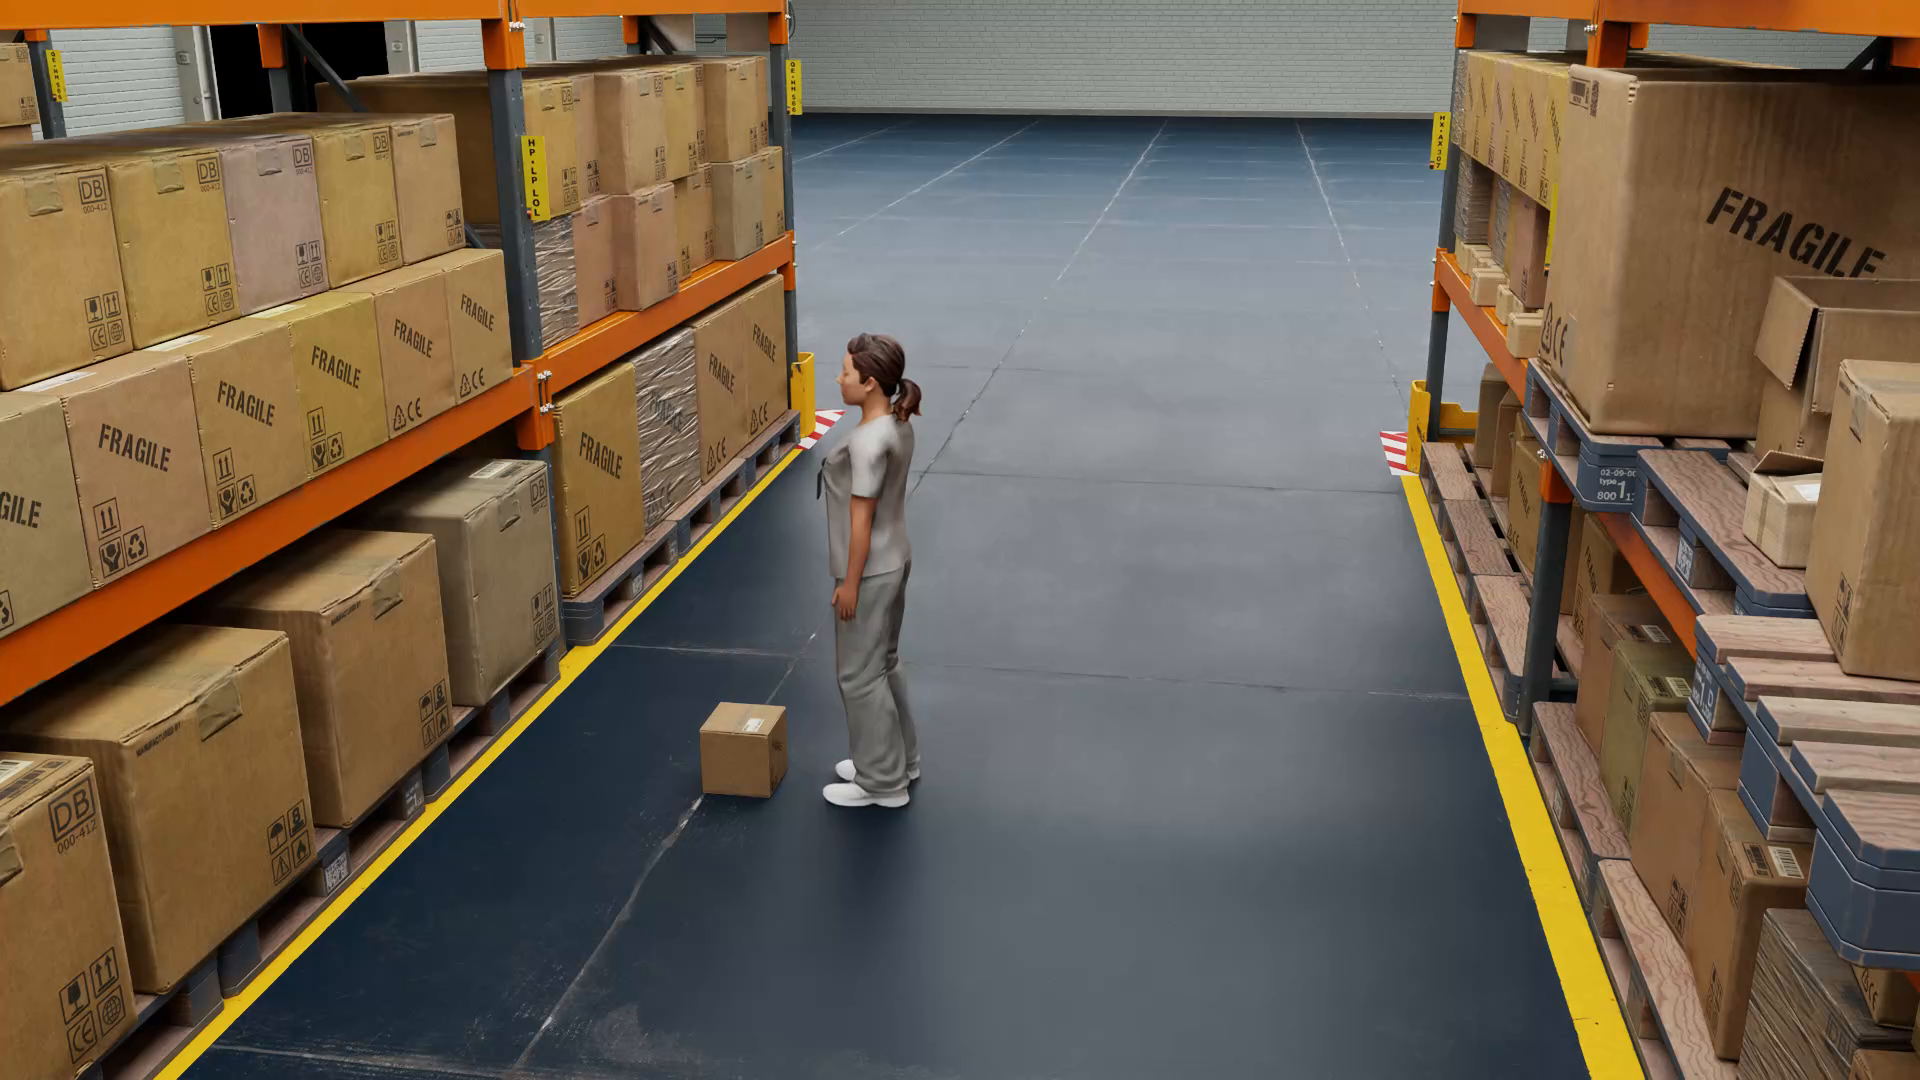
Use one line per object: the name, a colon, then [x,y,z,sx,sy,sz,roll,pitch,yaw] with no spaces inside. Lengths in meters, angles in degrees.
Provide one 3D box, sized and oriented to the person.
person: [-0.297,0.115,5.716,0.361,1.667,0.437,3,18,10]
